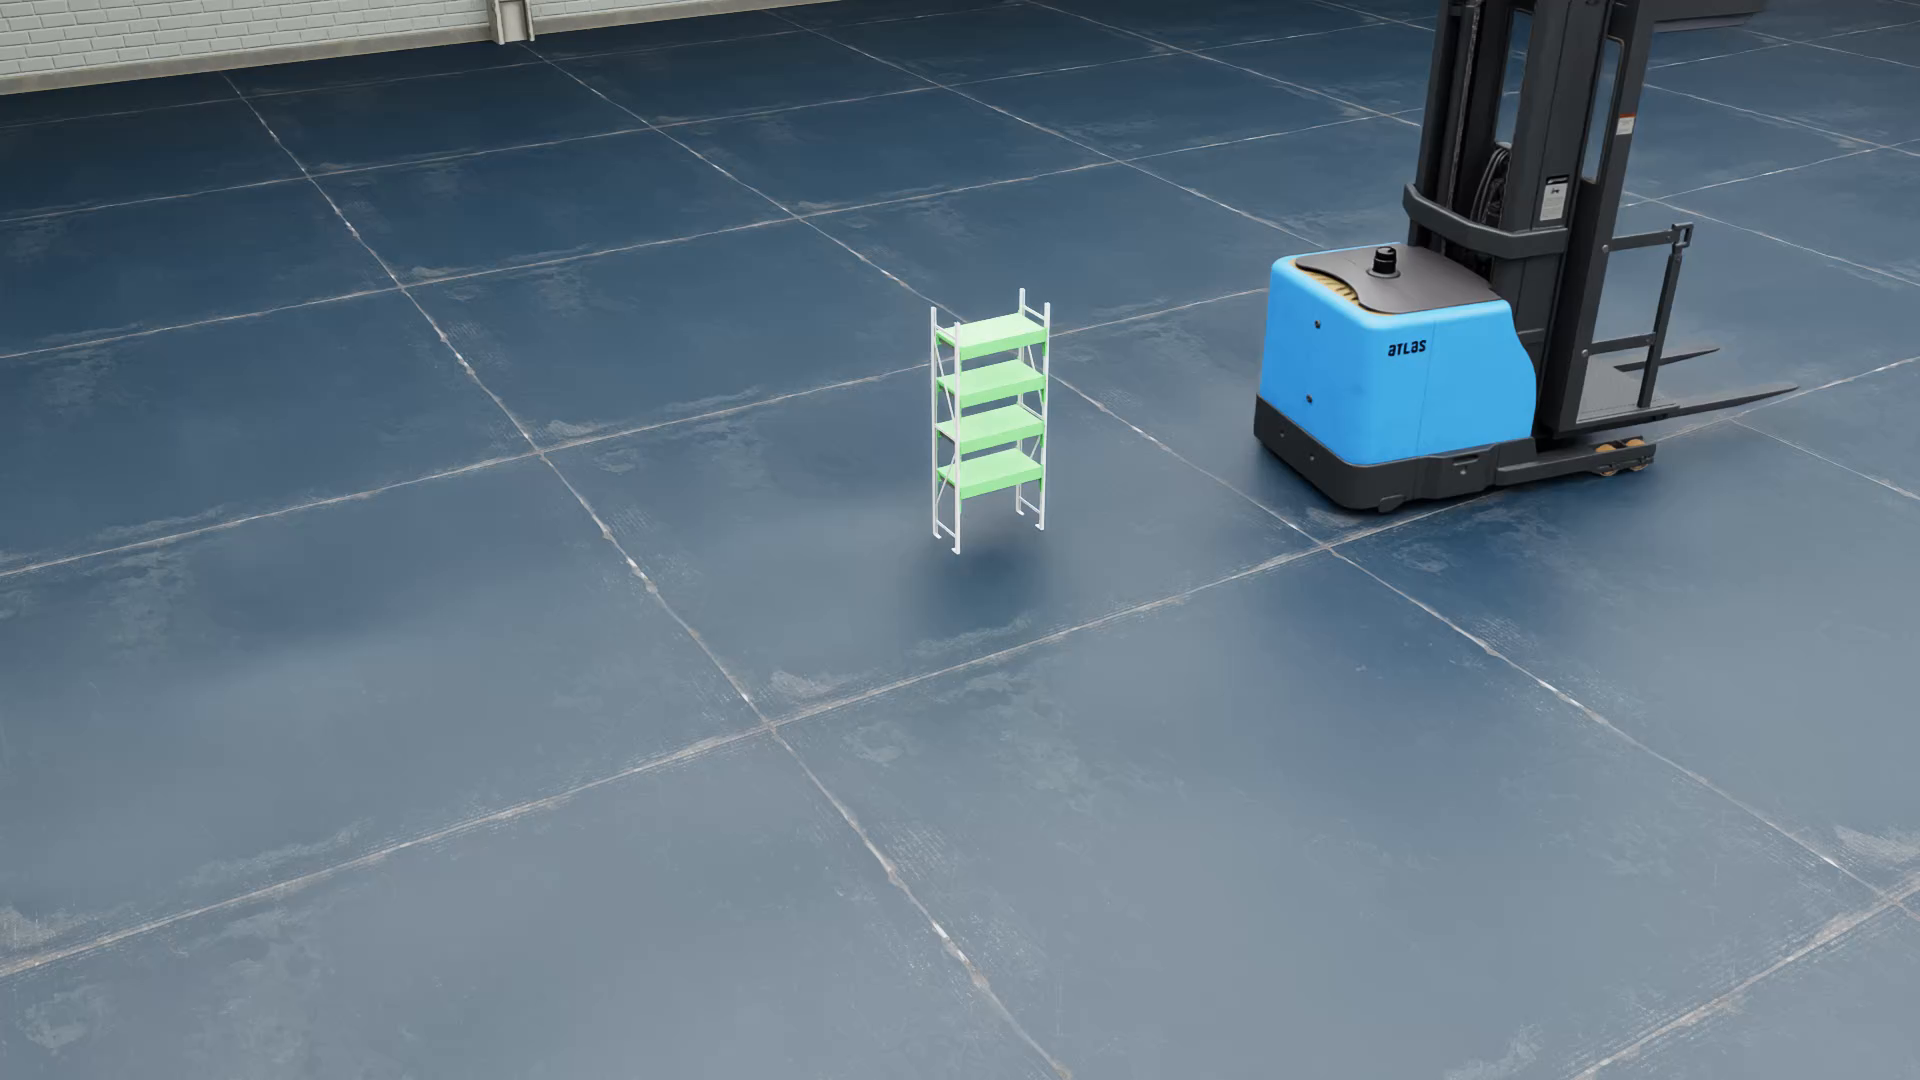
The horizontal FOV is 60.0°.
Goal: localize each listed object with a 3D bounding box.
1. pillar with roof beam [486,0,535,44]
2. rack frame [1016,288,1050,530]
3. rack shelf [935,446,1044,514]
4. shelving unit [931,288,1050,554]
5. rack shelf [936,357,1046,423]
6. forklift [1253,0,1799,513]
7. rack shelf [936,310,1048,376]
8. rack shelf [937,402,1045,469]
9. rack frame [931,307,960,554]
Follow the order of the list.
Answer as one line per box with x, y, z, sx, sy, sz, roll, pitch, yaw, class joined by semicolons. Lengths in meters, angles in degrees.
-2.694;-7.602;12.712;0.400;9.000;9.100;-16;33;-26;pillar with roof beam
0.353;-0.626;8.142;0.015;1.200;0.240;-16;33;-26;rack frame
0.143;-0.300;8.180;0.480;0.148;0.258;-16;33;-26;rack shelf
0.143;-0.566;8.034;0.503;1.200;0.258;-16;33;-26;shelving unit
0.143;-0.720;7.948;0.480;0.148;0.258;-16;33;-26;rack shelf
3.188;-1.850;8.570;3.031;2.935;1.130;-10;30;-18;forklift
0.143;-0.930;7.832;0.480;0.148;0.258;-16;33;-26;rack shelf
0.143;-0.510;8.064;0.480;0.148;0.258;-16;33;-26;rack shelf
-0.068;-0.506;7.925;0.015;1.200;0.240;-16;33;-26;rack frame
